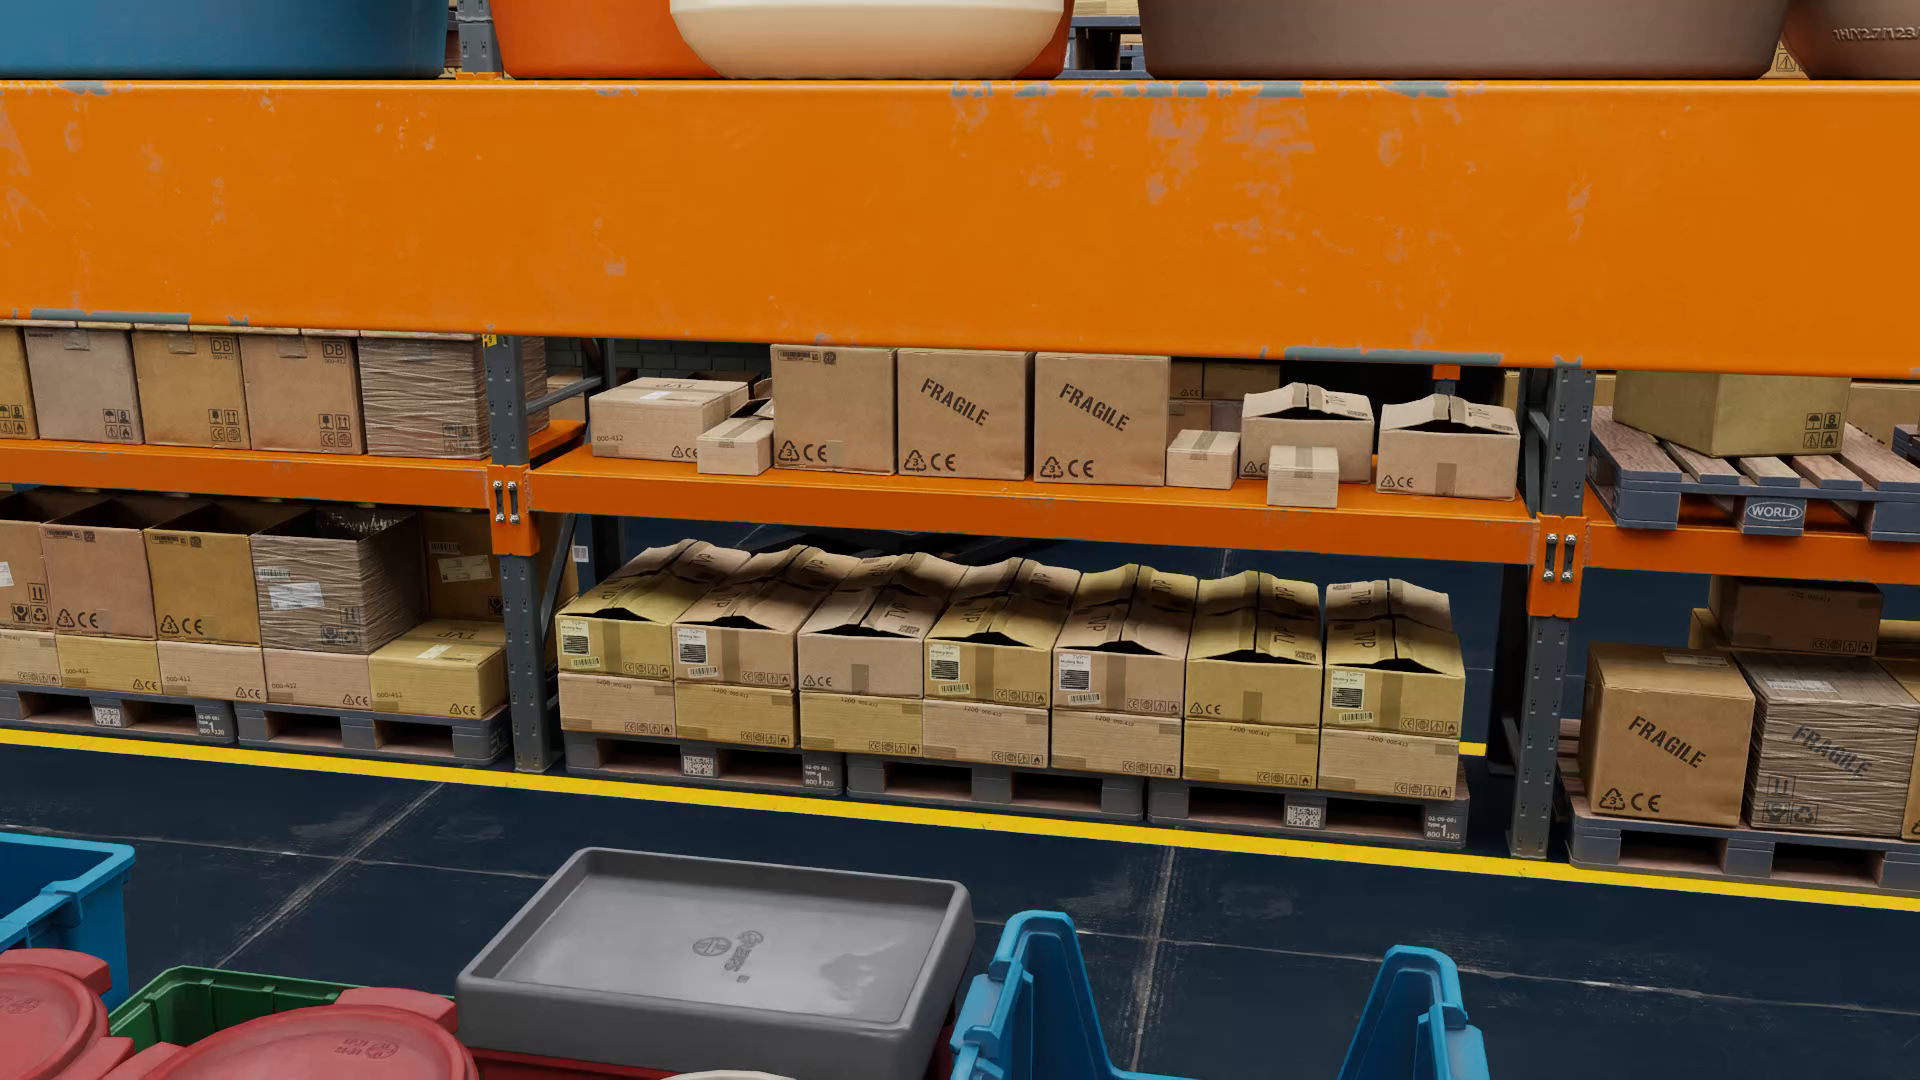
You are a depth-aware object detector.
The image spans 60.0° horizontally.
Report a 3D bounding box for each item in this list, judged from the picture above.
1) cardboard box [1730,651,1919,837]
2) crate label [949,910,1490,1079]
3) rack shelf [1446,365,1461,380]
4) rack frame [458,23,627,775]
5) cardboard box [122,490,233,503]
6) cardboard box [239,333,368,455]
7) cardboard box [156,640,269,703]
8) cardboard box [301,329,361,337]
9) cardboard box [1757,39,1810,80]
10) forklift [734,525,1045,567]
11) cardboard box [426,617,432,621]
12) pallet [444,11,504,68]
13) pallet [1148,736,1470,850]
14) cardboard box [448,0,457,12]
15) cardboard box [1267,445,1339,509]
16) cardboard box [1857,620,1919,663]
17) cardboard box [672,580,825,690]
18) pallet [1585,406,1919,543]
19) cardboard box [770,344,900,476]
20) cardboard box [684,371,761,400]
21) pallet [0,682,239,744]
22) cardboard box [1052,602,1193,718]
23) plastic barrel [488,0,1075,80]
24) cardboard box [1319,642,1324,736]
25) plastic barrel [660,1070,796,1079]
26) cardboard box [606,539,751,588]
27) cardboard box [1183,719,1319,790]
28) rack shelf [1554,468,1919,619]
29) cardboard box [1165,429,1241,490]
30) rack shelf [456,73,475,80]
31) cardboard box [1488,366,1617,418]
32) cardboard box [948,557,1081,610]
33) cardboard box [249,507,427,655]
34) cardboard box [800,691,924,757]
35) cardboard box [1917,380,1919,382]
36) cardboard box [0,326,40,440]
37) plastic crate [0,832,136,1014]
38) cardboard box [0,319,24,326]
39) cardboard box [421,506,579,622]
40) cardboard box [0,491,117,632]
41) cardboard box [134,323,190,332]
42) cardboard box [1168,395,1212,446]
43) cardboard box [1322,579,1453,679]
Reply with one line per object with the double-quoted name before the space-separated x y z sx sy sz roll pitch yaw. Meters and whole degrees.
"cardboard box" 3.119 0.734 6.081 0.500 0.500 0.500 3 16 9
"crate label" 0.305 0.771 2.022 0.616 0.435 0.502 3 16 11
"rack shelf" 5.159 -1.227 10.649 4.000 0.370 1.077 3 16 11
"rack frame" -1.704 -0.596 7.026 0.127 3.000 1.000 3 16 11
"cardboard box" -3.567 -0.021 7.908 0.500 0.500 0.500 3 16 11
"cardboard box" -2.659 -0.693 7.187 0.500 0.500 0.700 3 16 11
"cardboard box" -3.183 0.507 7.407 0.500 0.250 0.500 3 16 11
"cardboard box" -2.513 -0.943 6.874 0.250 0.149 0.380 3 16 9
"cardboard box" 2.650 -1.863 5.792 0.500 0.500 0.910 3 16 11
"forklift" -0.395 -1.283 9.633 1.130 2.935 3.031 12 20 37
"cardboard box" -2.587 0.394 7.813 0.500 0.250 0.500 3 16 11
"pallet" -2.545 -2.038 6.777 1.213 0.211 1.003 3 16 11
"pallet" 1.416 0.906 6.825 1.213 0.211 1.003 3 16 11
"cardboard box" -2.145 -2.456 6.884 0.500 0.500 0.500 4 16 16
"cardboard box" 1.279 -0.238 6.203 0.250 0.149 0.380 3 16 11
"cardboard box" 3.686 0.625 6.475 0.500 0.500 0.500 3 16 9
"cardboard box" -0.860 0.371 6.847 0.500 0.311 0.500 3 16 10
"pallet" 2.894 -0.274 6.220 1.003 0.211 1.213 3 16 11
"cardboard box" -0.439 -0.572 6.749 0.500 0.500 0.500 4 16 15
"cardboard box" -1.746 -0.945 12.142 0.500 0.500 0.500 2 16 7
"pallet" -3.675 0.630 7.823 1.213 0.211 1.003 3 16 11
"cardboard box" 0.648 0.452 6.556 0.500 0.311 0.500 3 16 11
"plastic barrel" -0.178 -0.876 1.611 0.708 0.830 0.600 3 16 11
"cardboard box" 1.761 0.634 6.947 0.500 0.250 0.500 3 16 11
"plastic barrel" -0.239 0.837 1.643 0.421 0.512 0.421 0 15 0
"cardboard box" -1.250 0.203 7.455 0.500 0.311 0.500 3 16 11
"cardboard box" 1.145 0.748 6.535 0.500 0.250 0.500 3 16 10
"rack shelf" 4.175 0.069 5.970 4.000 0.370 1.077 3 16 11
"cardboard box" 0.954 -0.316 6.483 0.250 0.149 0.380 4 16 15
"rack shelf" -3.664 -1.802 7.106 4.000 0.370 1.077 3 16 11
"cardboard box" 3.893 -0.773 10.903 0.750 0.750 0.750 3 16 10
"cardboard box" 0.241 0.283 7.163 0.500 0.311 0.500 3 16 10
"cardboard box" -2.690 0.168 7.227 0.500 0.500 0.500 3 16 11
"cardboard box" -0.350 0.667 6.830 0.500 0.250 0.500 3 16 9
"cardboard box" 6.456 -0.634 10.402 0.750 0.750 0.750 3 16 12
"cardboard box" -4.168 -0.775 7.482 0.500 0.500 0.700 3 16 11
"plastic crate" -1.552 0.684 2.433 0.575 0.384 0.392 3 16 11
"cardboard box" -4.020 -1.025 7.170 0.250 0.149 0.380 3 16 10
"cardboard box" -2.096 0.058 7.622 0.500 0.500 0.500 3 16 11
"cardboard box" -4.160 0.088 7.514 0.500 0.500 0.500 3 16 11
"cardboard box" -3.258 -0.984 7.022 0.250 0.149 0.380 4 16 13
"cardboard box" 1.509 -0.789 11.578 0.500 0.500 0.700 3 16 11
"cardboard box" 1.761 0.364 6.872 0.500 0.311 0.500 4 16 13
